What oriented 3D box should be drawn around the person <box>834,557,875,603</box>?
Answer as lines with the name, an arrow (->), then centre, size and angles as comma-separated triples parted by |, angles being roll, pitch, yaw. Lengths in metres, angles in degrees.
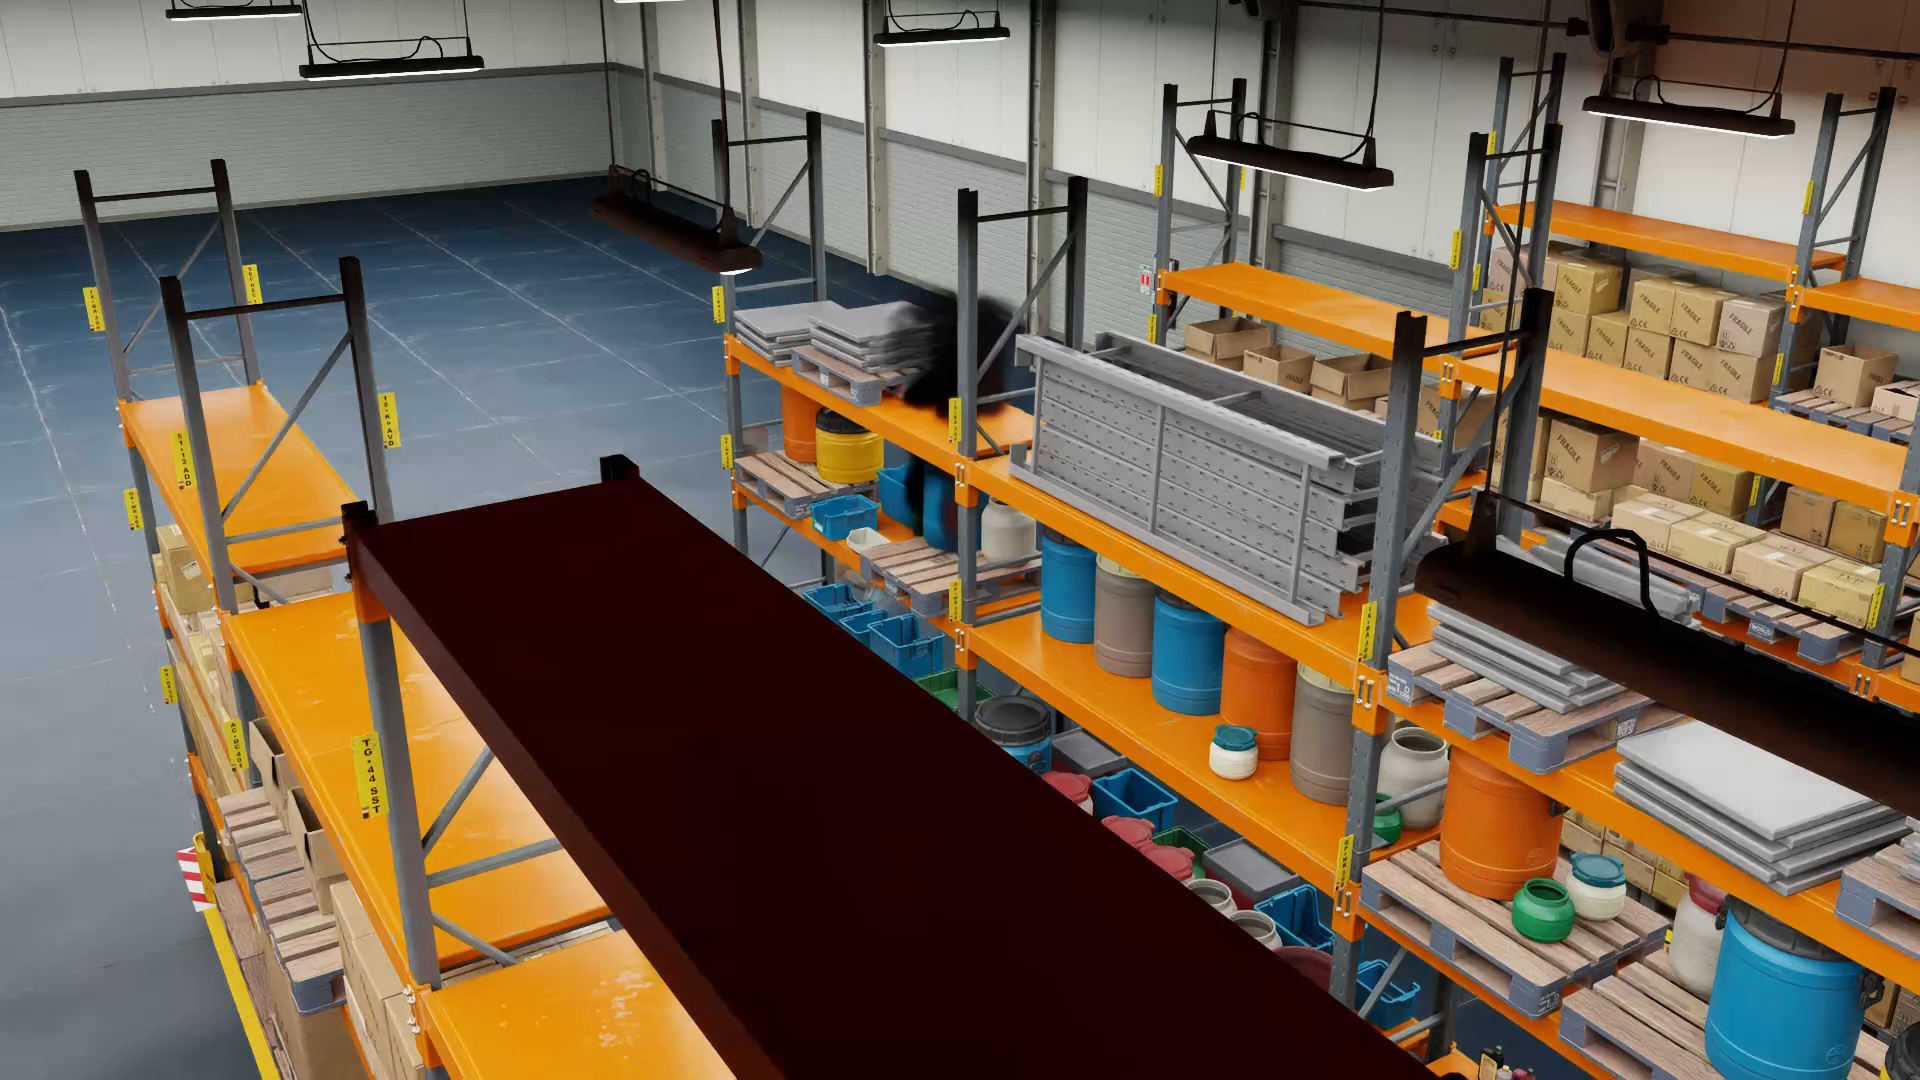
person -> -1.305, 0.059, 19.036 | 0.699, 1.673, 0.662 | -4, 22, -10
